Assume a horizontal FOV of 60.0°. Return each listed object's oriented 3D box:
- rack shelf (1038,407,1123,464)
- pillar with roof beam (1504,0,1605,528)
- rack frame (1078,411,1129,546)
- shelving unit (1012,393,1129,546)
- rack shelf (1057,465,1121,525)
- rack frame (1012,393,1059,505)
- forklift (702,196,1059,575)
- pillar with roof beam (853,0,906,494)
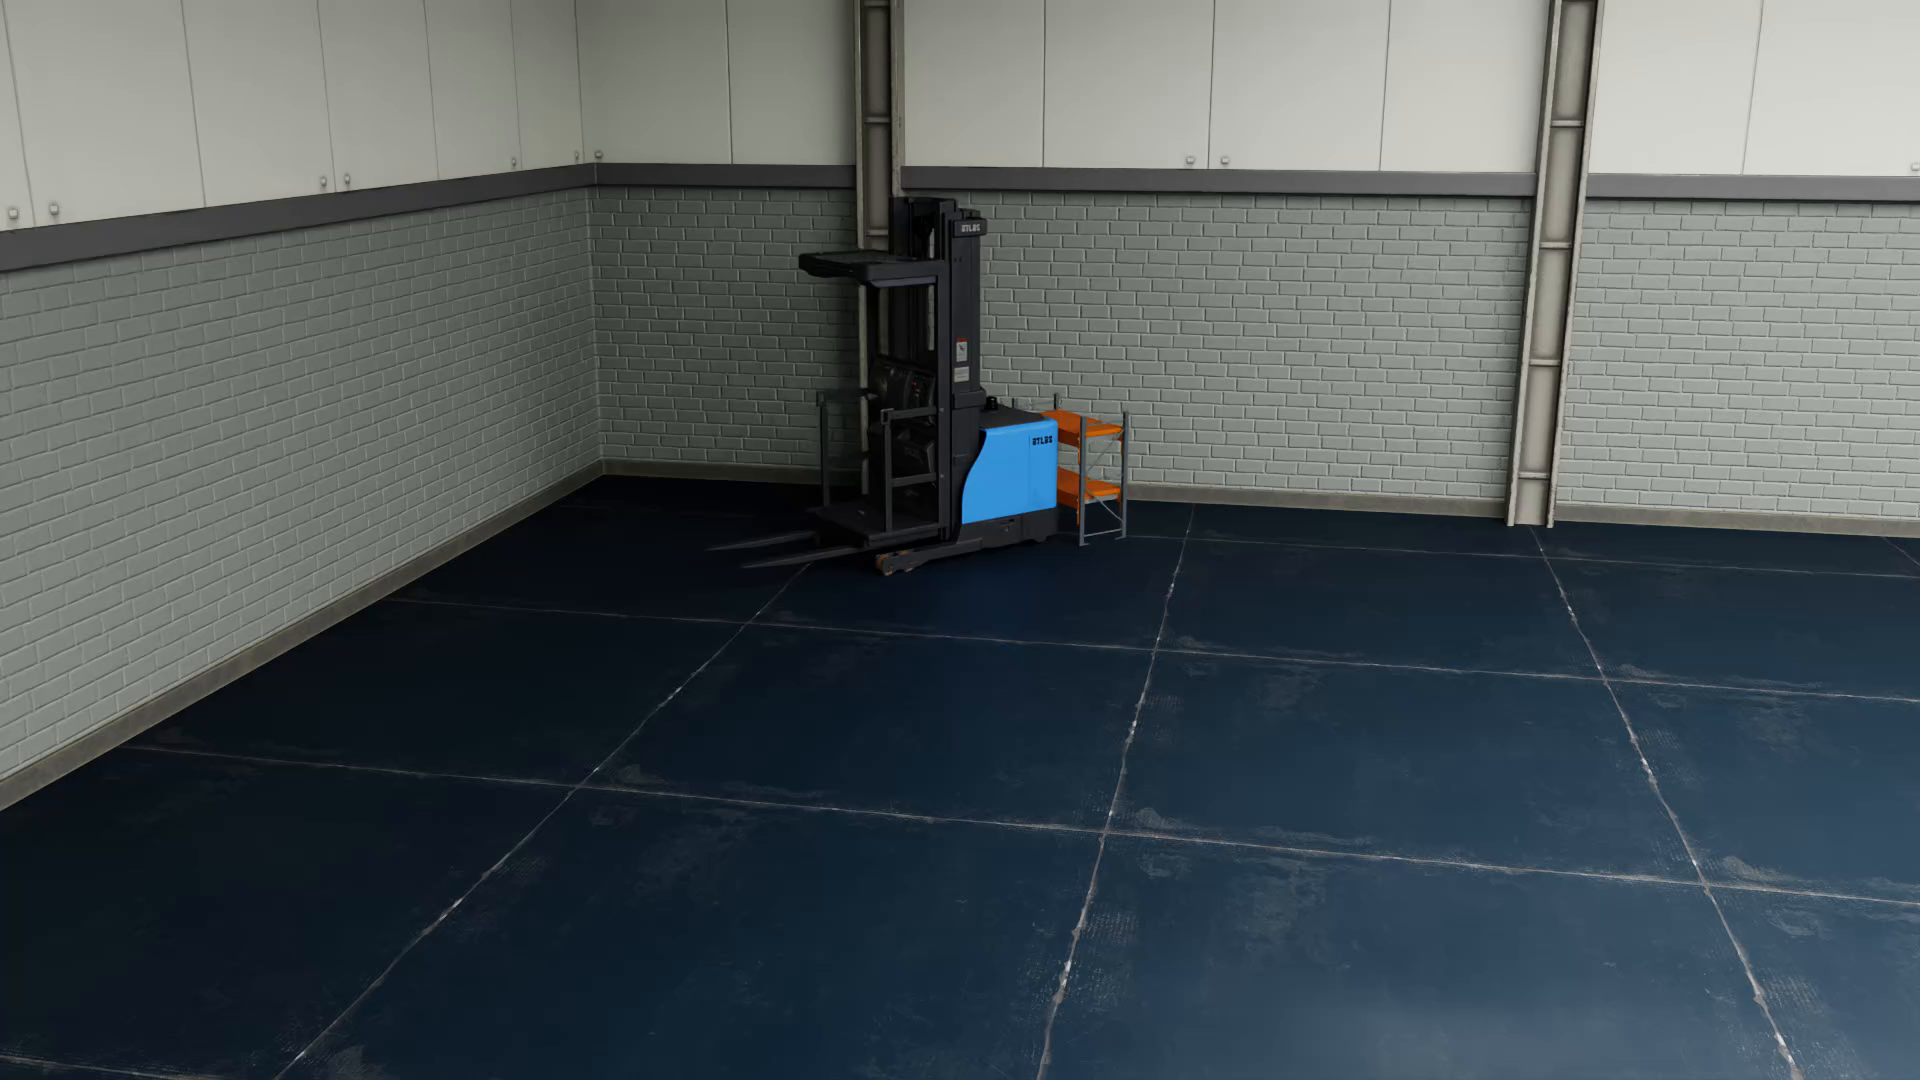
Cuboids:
[{"bbox_3d":[0.959,-0.926,14.632,0.538,0.278,1.000,-10,18,-31],"label":"rack shelf"},{"bbox_3d":[4.289,-3.370,9.802,0.400,9.000,9.100,3,16,11],"label":"pillar with roof beam"},{"bbox_3d":[1.234,-0.530,14.298,0.500,1.125,0.032,-10,18,-31],"label":"rack frame"},{"bbox_3d":[0.959,-0.644,14.710,0.538,1.125,1.048,-10,18,-31],"label":"shelving unit"},{"bbox_3d":[0.959,-0.409,14.775,0.538,0.278,1.000,-10,18,-31],"label":"rack shelf"},{"bbox_3d":[0.684,-0.758,15.122,0.500,1.125,0.032,-10,18,-31],"label":"rack frame"},{"bbox_3d":[-0.647,-1.287,13.649,3.031,2.935,1.130,-11,19,-33],"label":"forklift"},{"bbox_3d":[-1.591,-3.689,10.954,0.400,9.000,9.100,3,16,11],"label":"pillar with roof beam"}]
